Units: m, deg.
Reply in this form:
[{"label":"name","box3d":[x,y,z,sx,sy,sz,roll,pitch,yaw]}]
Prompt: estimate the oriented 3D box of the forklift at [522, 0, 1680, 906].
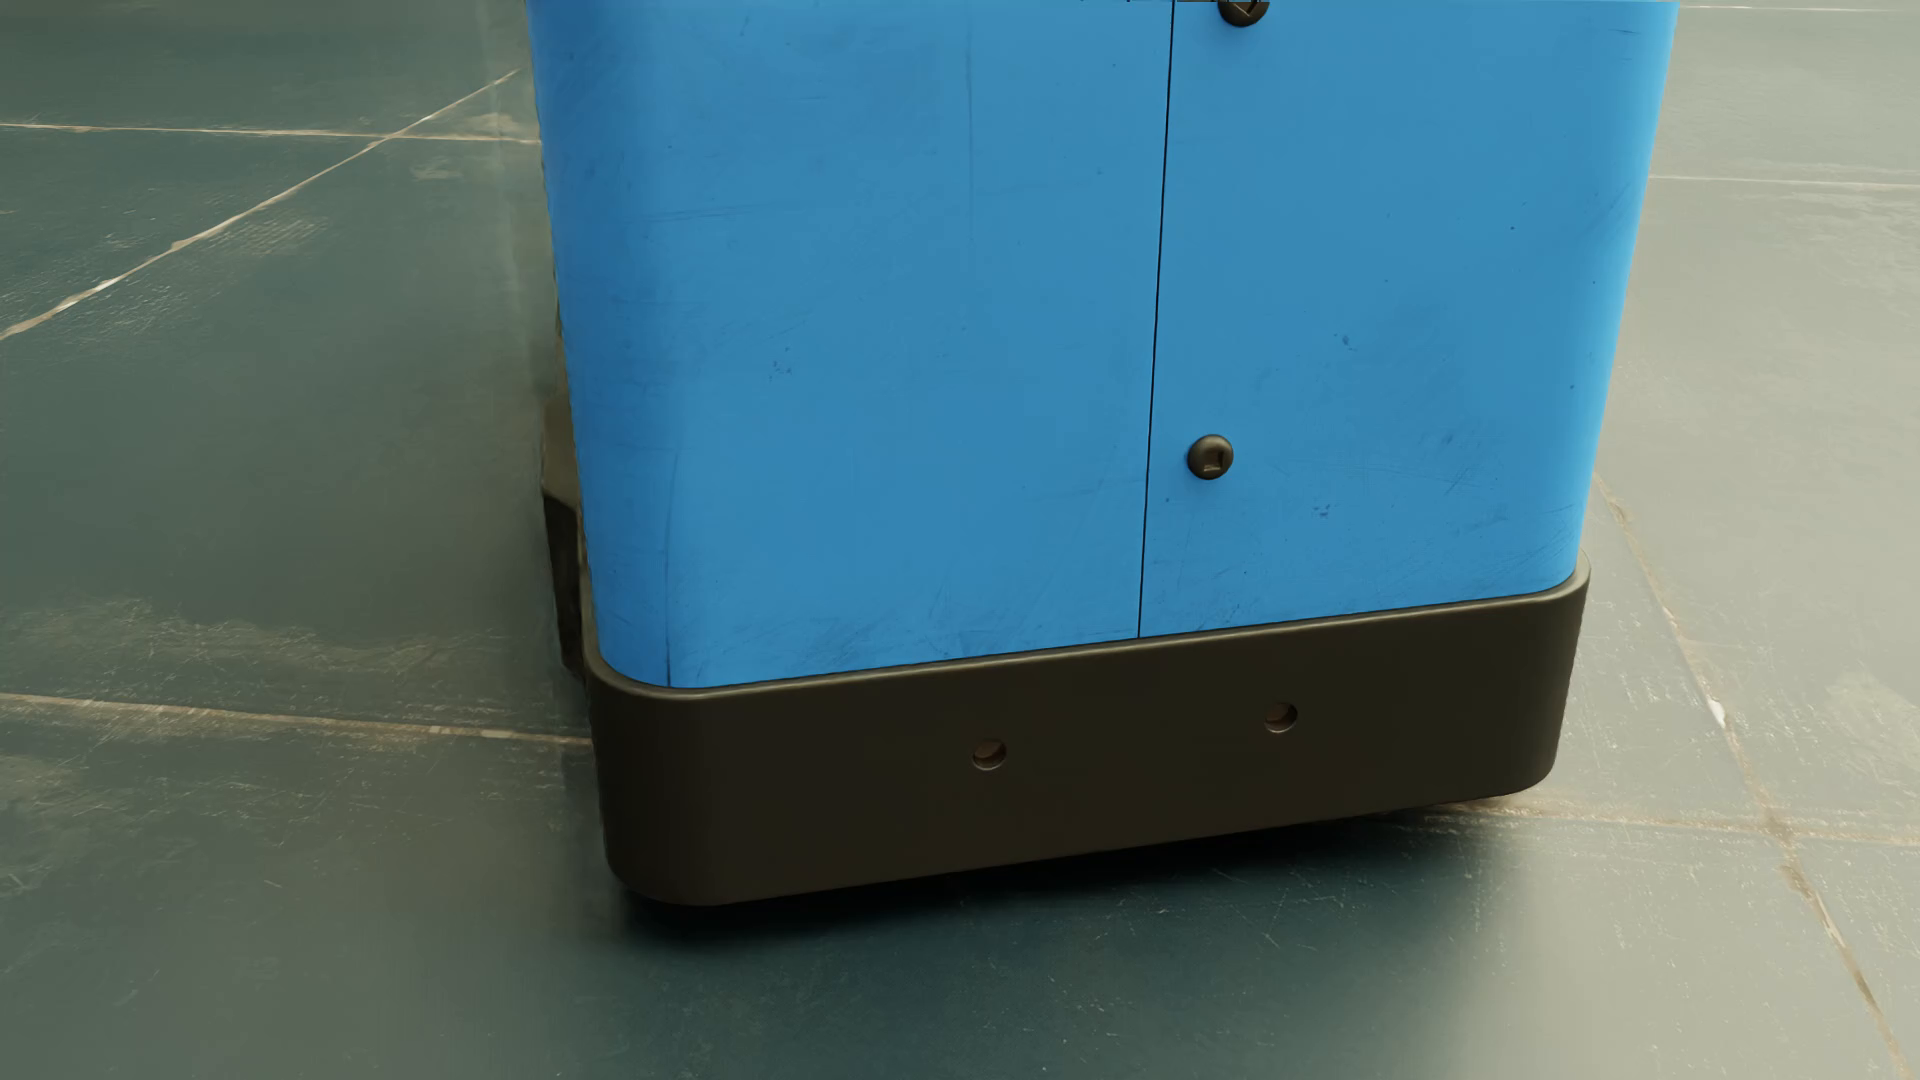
[{"label":"forklift","box3d":[-0.155,-1.591,2.405,1.130,2.935,3.031,-6,27,-11]}]
